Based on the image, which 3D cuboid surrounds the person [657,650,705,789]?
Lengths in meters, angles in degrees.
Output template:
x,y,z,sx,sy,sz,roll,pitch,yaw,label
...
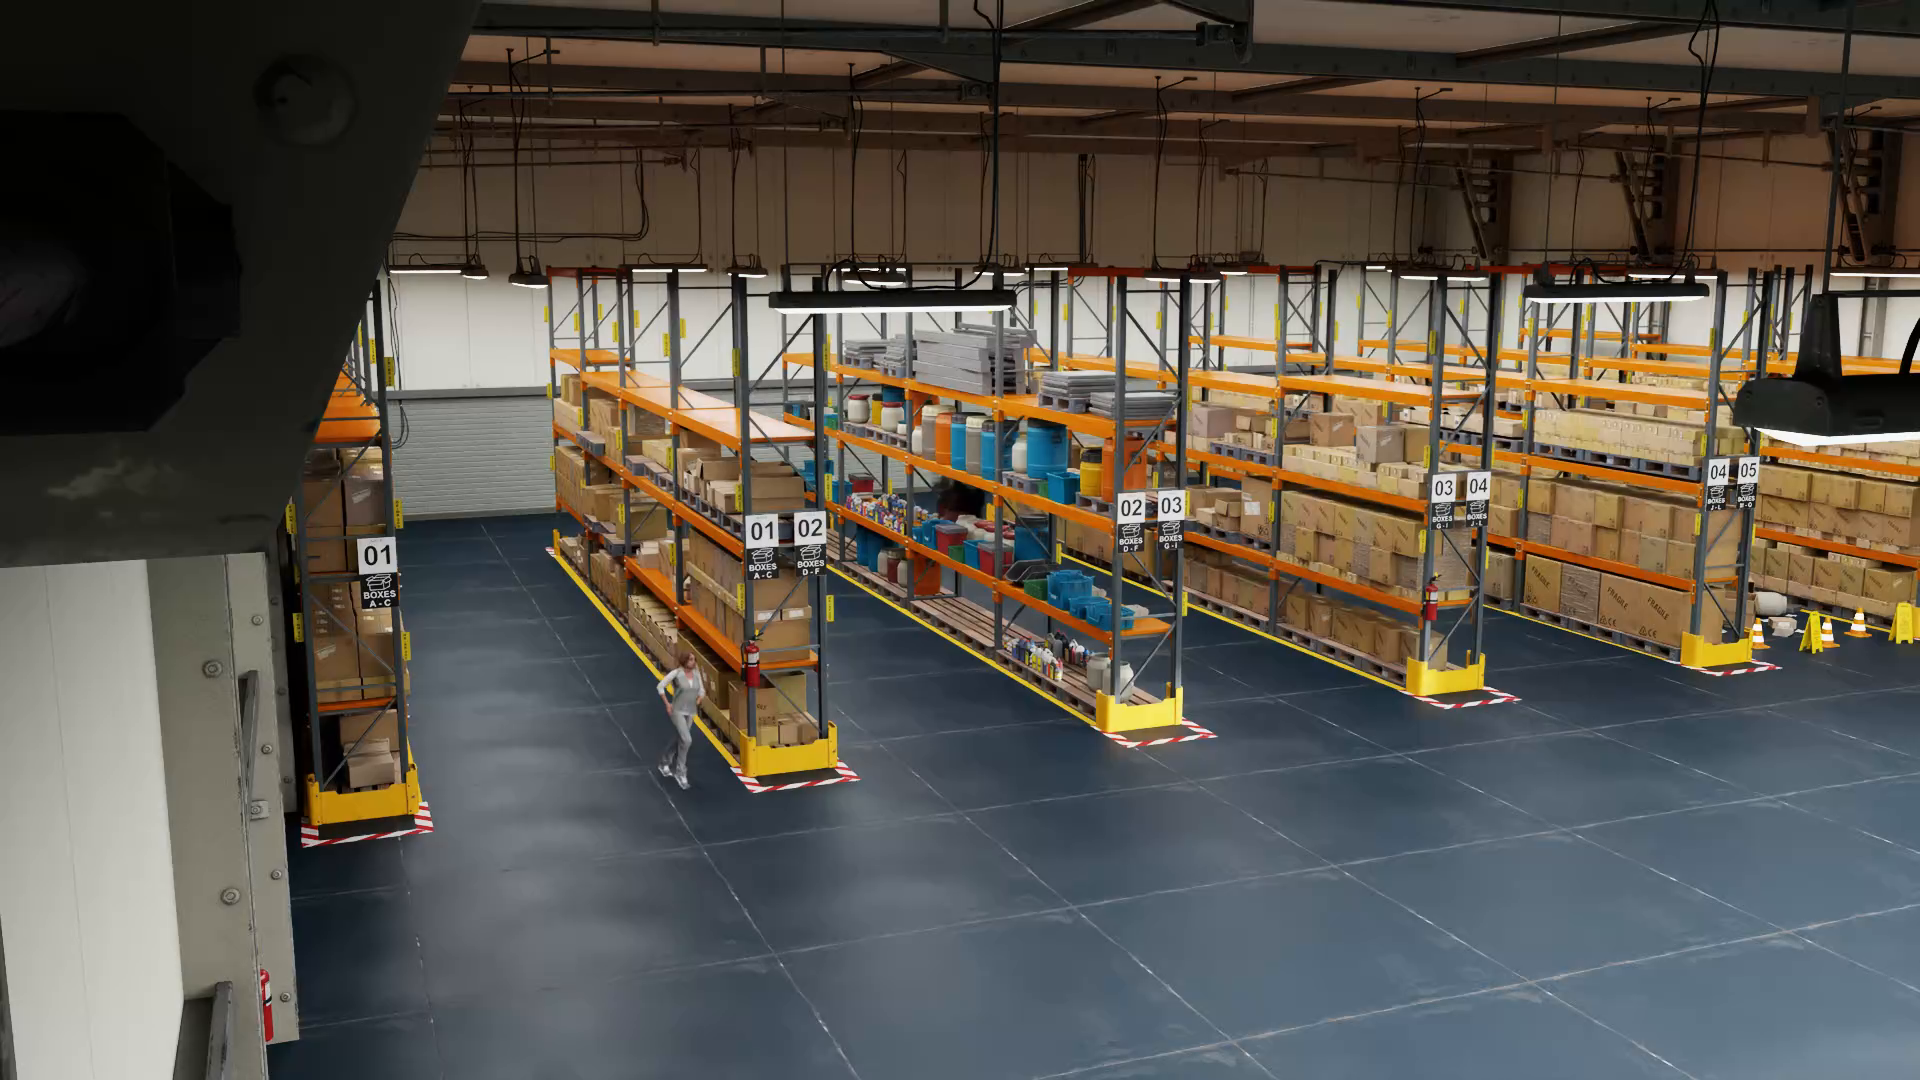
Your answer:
x,y,z,sx,sy,sz,roll,pitch,yaw,label
-3.328,2.117,19.999,0.656,1.618,0.517,8,13,40,person
